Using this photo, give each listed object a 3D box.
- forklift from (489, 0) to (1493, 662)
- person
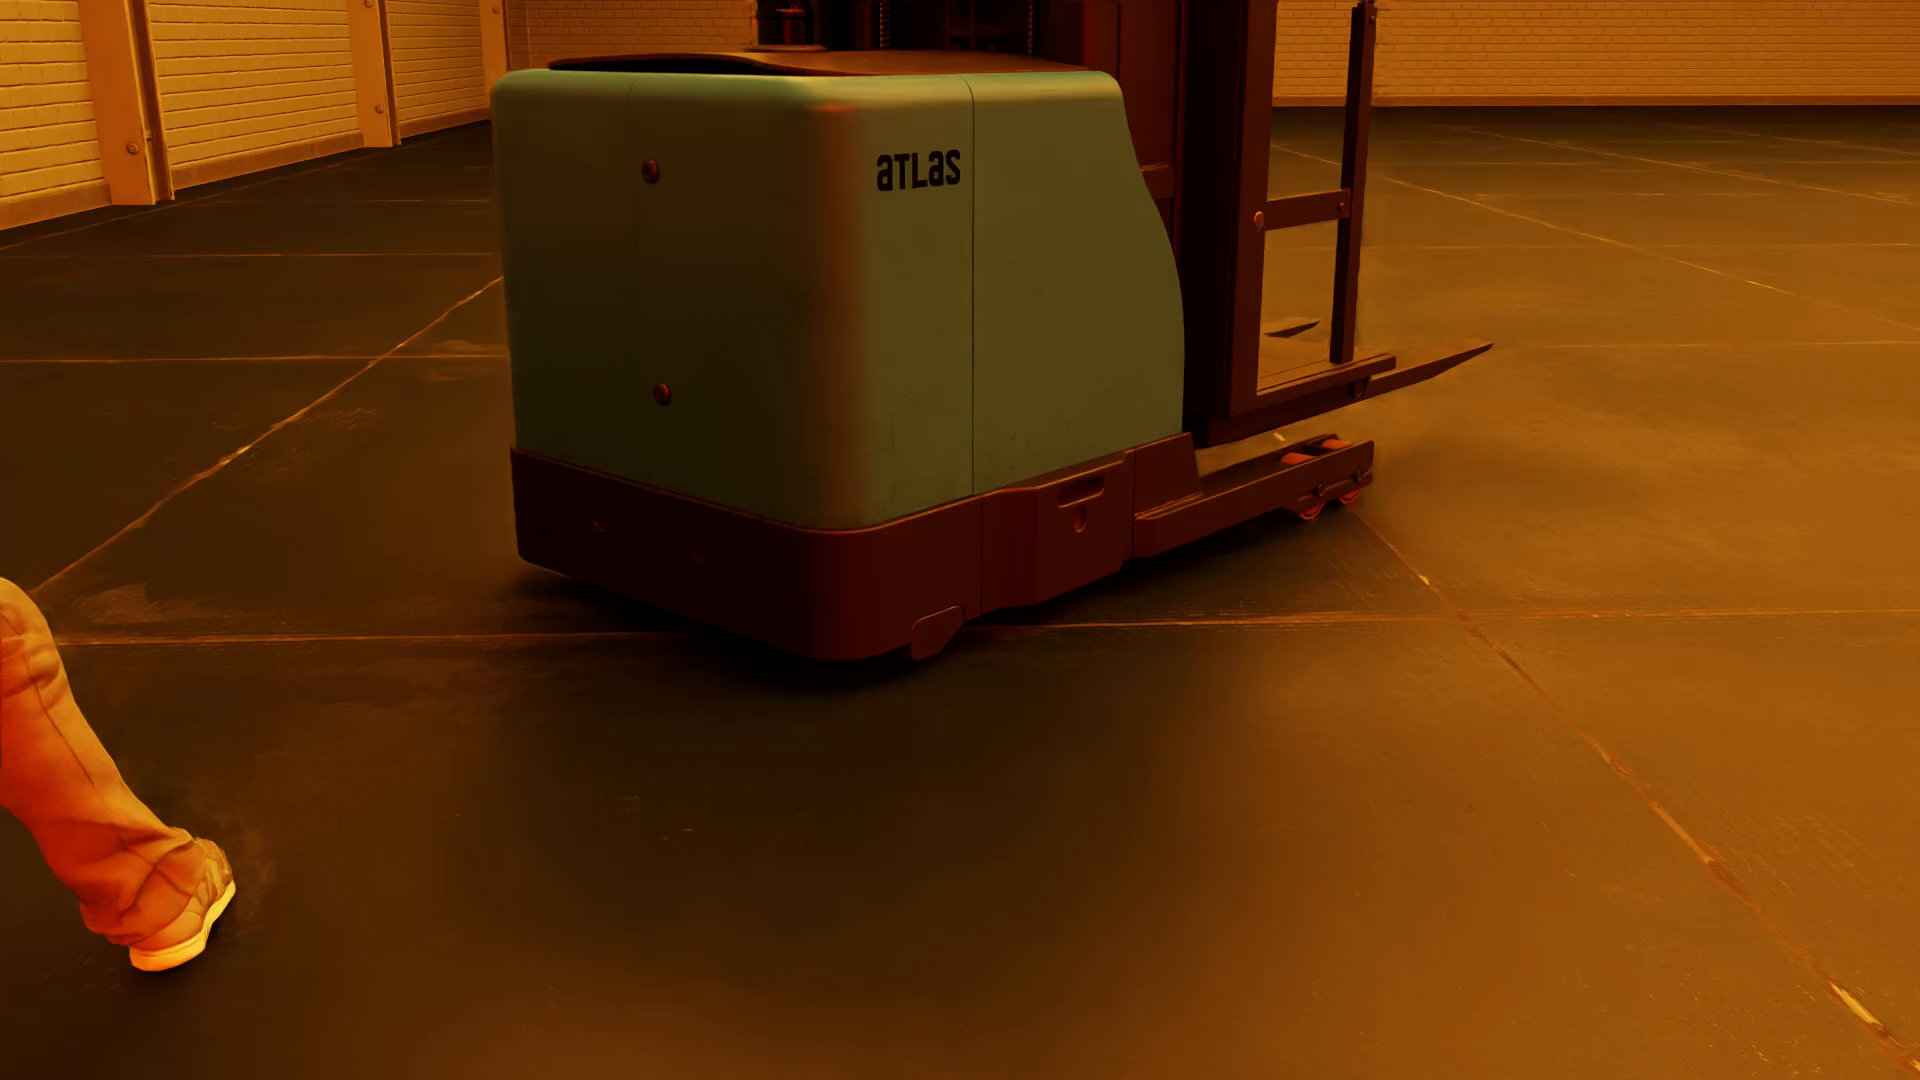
[{"bbox_3d":[0.401,-1.537,3.930,1.130,2.935,3.031,15,22,39],"label":"forklift"},{"bbox_3d":[-1.461,-0.062,1.766,0.941,1.431,0.882,2,17,7],"label":"person"}]
